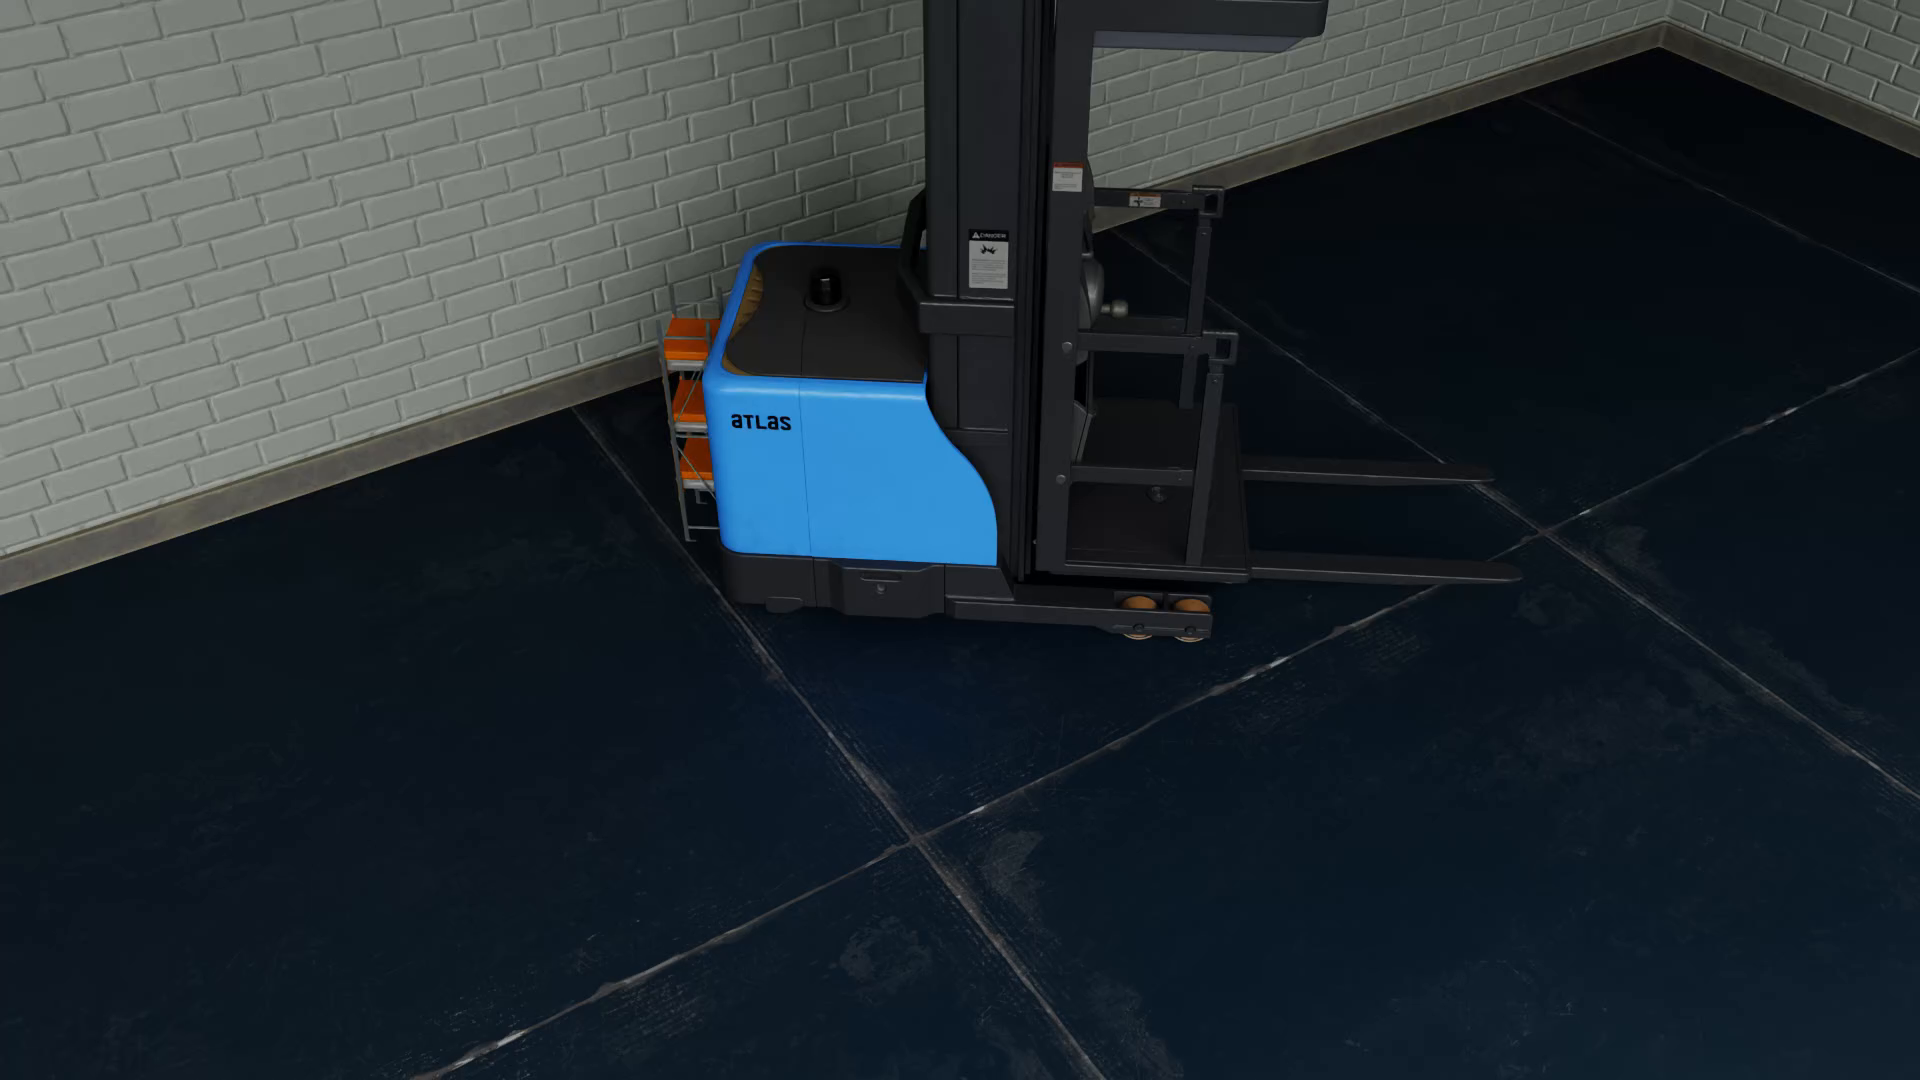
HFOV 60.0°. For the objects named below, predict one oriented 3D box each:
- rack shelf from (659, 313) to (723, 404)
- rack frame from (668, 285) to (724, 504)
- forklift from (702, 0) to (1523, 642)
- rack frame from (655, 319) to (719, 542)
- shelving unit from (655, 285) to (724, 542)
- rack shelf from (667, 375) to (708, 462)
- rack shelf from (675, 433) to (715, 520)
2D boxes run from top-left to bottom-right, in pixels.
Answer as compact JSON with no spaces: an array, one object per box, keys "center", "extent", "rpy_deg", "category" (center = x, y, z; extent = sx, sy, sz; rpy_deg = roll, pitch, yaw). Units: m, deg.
[{"center":[-1.005,-0.684,6.325],"extent":[0.215,0.259,0.240],"rpy_deg":[2,40,3],"category":"rack shelf"},{"center":[-0.998,-0.553,6.593],"extent":[0.200,1.050,0.008],"rpy_deg":[2,40,3],"category":"rack frame"},{"center":[0.626,-1.096,5.775],"extent":[3.031,2.935,1.130],"rpy_deg":[3,40,3],"category":"forklift"},{"center":[-1.013,-0.397,6.406],"extent":[0.200,1.050,0.008],"rpy_deg":[2,40,3],"category":"rack frame"},{"center":[-1.005,-0.475,6.499],"extent":[0.215,1.050,0.252],"rpy_deg":[2,40,3],"category":"shelving unit"},{"center":[-1.005,-0.466,6.506],"extent":[0.215,0.259,0.240],"rpy_deg":[2,40,3],"category":"rack shelf"},{"center":[-1.005,-0.253,6.684],"extent":[0.215,0.259,0.240],"rpy_deg":[2,40,3],"category":"rack shelf"}]
